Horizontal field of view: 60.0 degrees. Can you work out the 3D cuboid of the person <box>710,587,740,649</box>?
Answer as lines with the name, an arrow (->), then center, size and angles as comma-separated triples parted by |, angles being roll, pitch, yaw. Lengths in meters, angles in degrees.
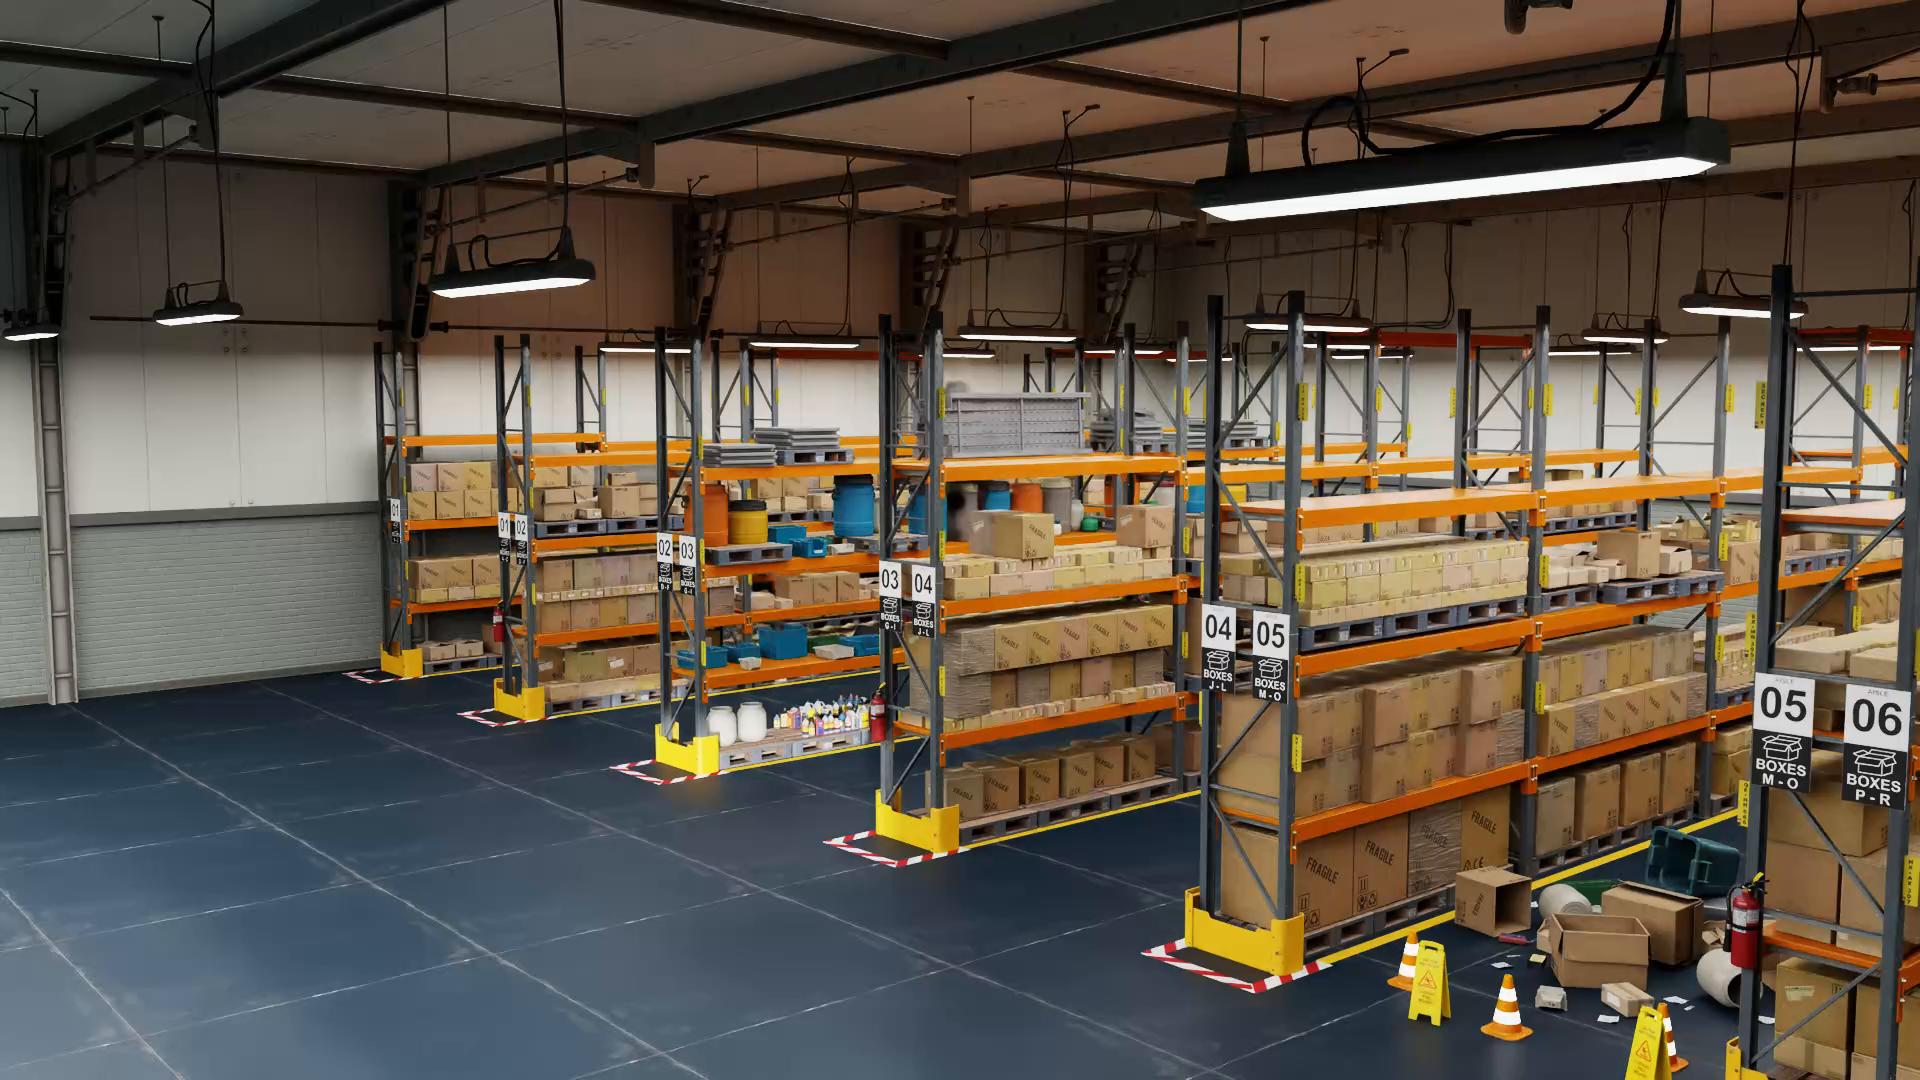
person -> -4.545, 1.402, 31.999 | 0.702, 1.726, 0.598 | 5, 7, 43

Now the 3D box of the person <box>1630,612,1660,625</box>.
person -> 12.265, 1.595, 30.111 | 0.598, 1.680, 0.872 | -3, 6, -30
